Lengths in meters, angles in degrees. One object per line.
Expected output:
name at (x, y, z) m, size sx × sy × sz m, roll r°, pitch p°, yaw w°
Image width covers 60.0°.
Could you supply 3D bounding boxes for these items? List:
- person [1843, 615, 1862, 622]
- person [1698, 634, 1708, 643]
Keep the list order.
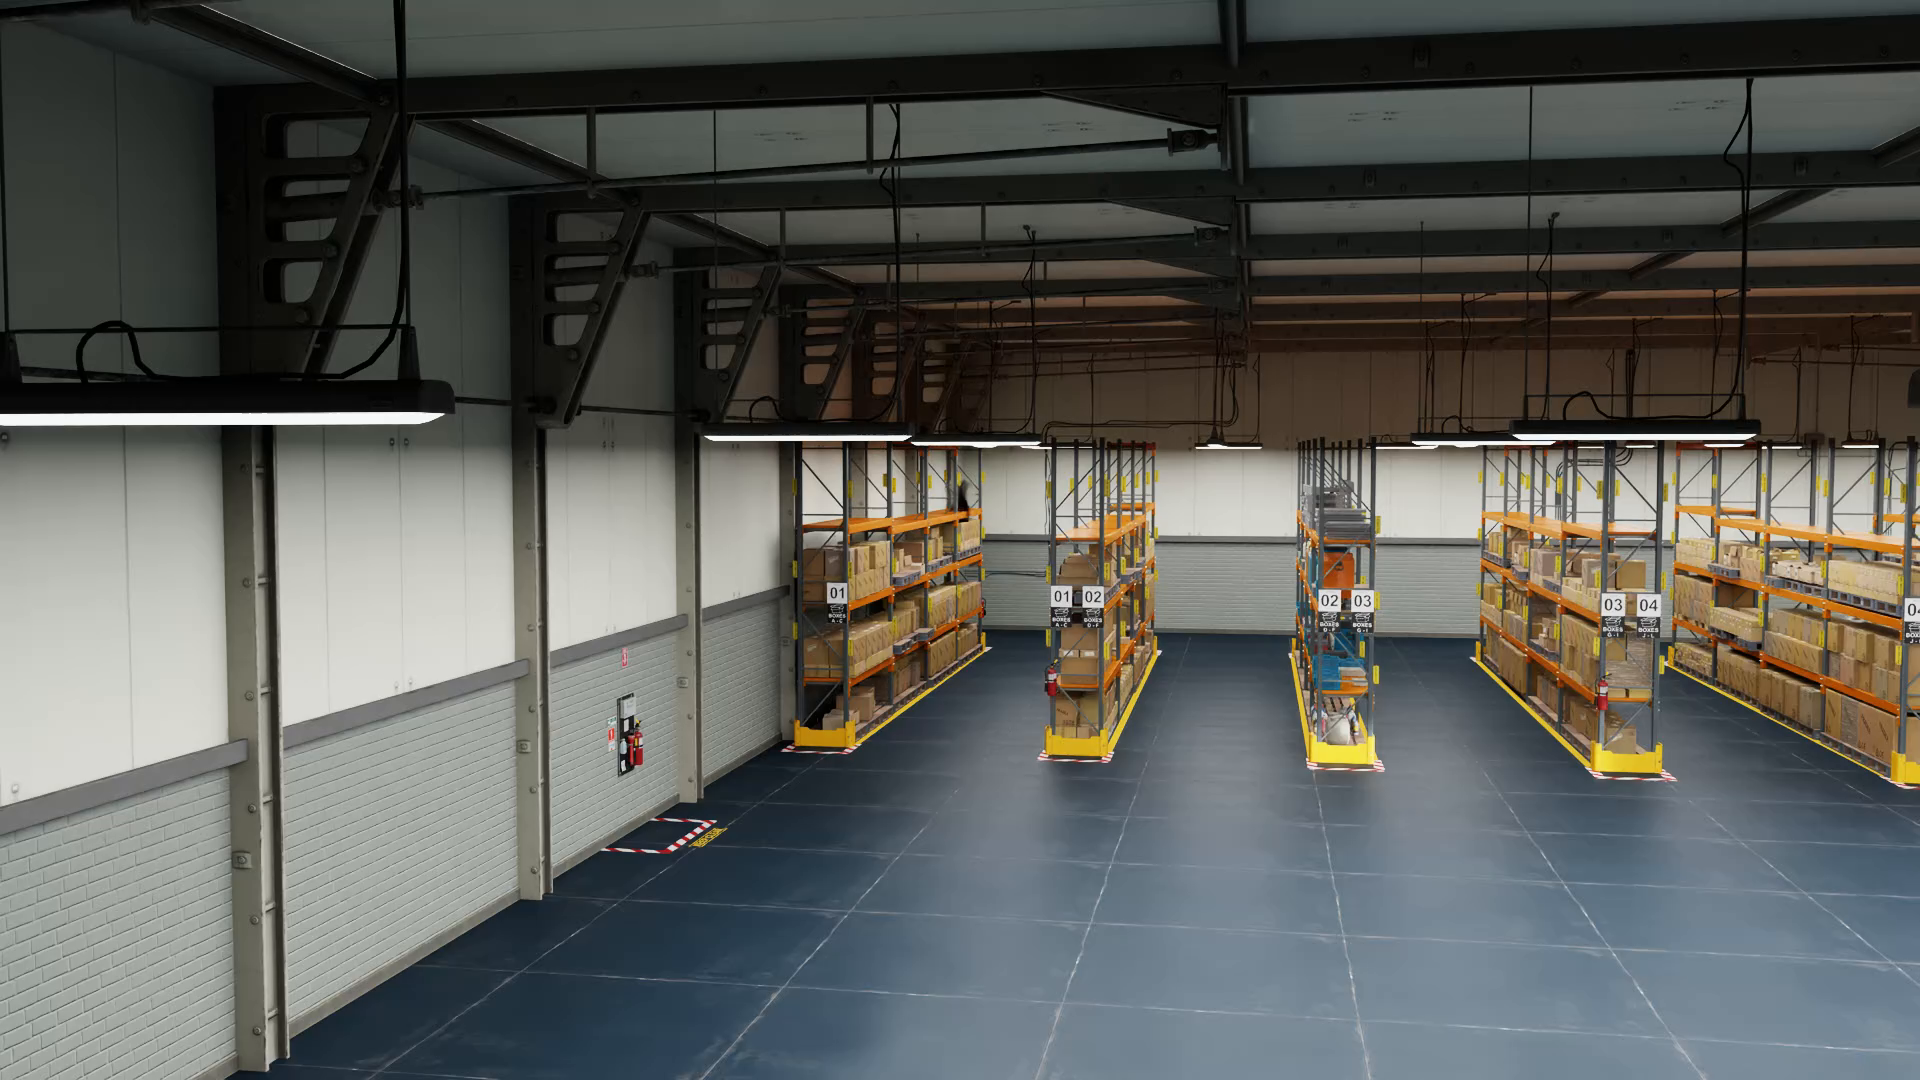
person at (24.860, 2.384, 46.326) m, size 0.710 × 1.793 × 0.654 m, roll -1°, pitch 3°, yaw -13°
person at (20.451, 2.493, 45.509) m, size 0.709 × 1.784 × 0.700 m, roll 2°, pitch 4°, yaw 40°
